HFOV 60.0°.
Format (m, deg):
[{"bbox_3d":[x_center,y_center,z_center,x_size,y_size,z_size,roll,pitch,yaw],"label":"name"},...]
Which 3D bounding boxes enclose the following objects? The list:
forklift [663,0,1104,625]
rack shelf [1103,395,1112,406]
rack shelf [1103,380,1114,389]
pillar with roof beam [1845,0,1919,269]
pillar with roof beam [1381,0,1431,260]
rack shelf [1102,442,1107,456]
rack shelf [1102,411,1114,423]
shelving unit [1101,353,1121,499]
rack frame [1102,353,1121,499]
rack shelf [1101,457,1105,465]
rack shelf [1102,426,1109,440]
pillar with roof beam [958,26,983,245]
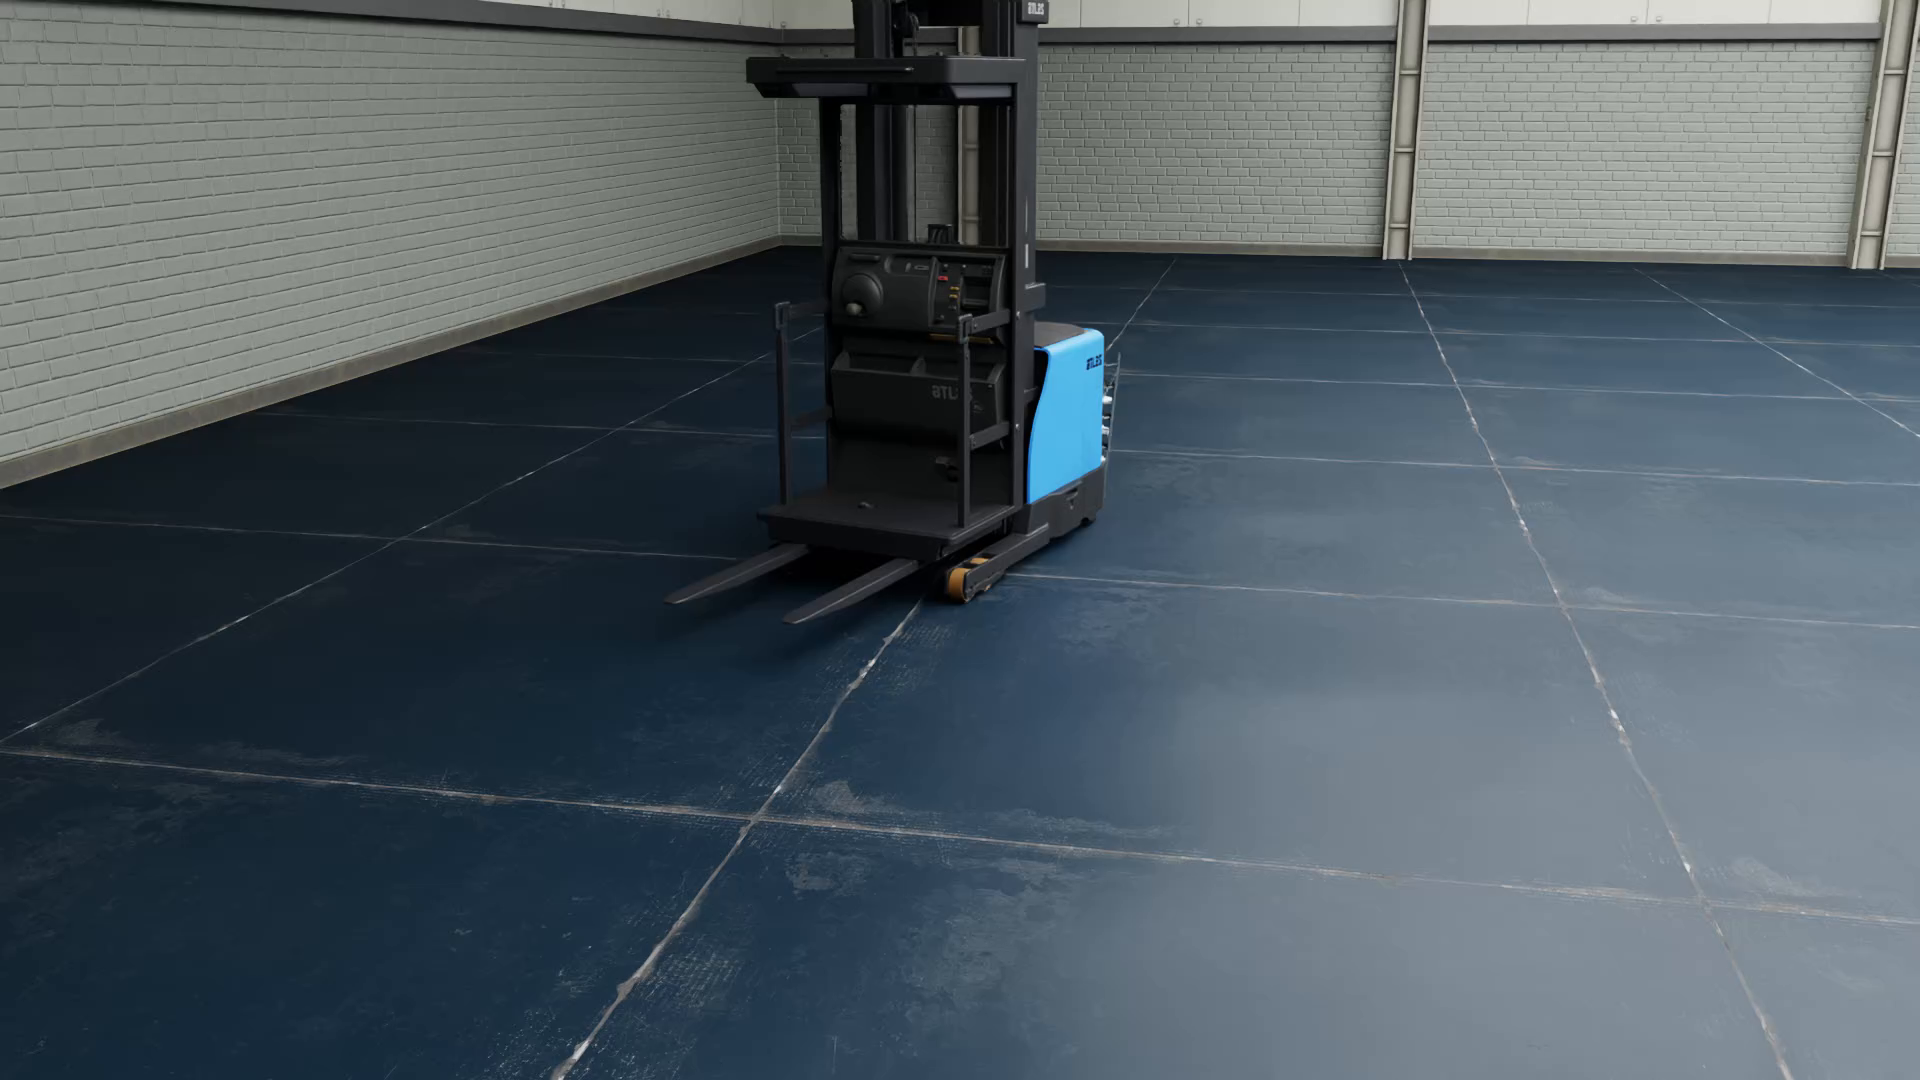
[{"bbox_3d":[-0.306,-1.251,8.018,1.130,2.935,3.031,8,17,26],"label":"forklift"},{"bbox_3d":[0.733,-0.790,9.562,0.200,0.077,0.258,21,24,40],"label":"rack shelf"},{"bbox_3d":[0.741,-0.875,9.534,0.200,0.077,0.258,21,24,40],"label":"rack shelf"},{"bbox_3d":[11.096,-6.810,16.720,0.400,9.000,9.100,3,16,11],"label":"pillar with roof beam"},{"bbox_3d":[5.216,-7.129,17.872,0.400,9.000,9.100,3,16,11],"label":"pillar with roof beam"},{"bbox_3d":[0.710,-0.534,9.645,0.200,0.077,0.258,21,24,40],"label":"rack shelf"},{"bbox_3d":[0.726,-0.705,9.590,0.200,0.077,0.258,21,24,40],"label":"rack shelf"},{"bbox_3d":[0.721,-0.651,9.607,0.210,0.900,0.258,21,24,40],"label":"shelving unit"},{"bbox_3d":[0.793,-0.623,9.542,0.006,0.900,0.240,21,24,40],"label":"rack frame"},{"bbox_3d":[0.702,-0.449,9.673,0.200,0.077,0.258,21,24,40],"label":"rack shelf"},{"bbox_3d":[0.718,-0.619,9.618,0.200,0.077,0.258,21,24,40],"label":"rack shelf"},{"bbox_3d":[-0.663,-7.448,19.024,0.400,9.000,9.100,3,16,11],"label":"pillar with roof beam"}]
